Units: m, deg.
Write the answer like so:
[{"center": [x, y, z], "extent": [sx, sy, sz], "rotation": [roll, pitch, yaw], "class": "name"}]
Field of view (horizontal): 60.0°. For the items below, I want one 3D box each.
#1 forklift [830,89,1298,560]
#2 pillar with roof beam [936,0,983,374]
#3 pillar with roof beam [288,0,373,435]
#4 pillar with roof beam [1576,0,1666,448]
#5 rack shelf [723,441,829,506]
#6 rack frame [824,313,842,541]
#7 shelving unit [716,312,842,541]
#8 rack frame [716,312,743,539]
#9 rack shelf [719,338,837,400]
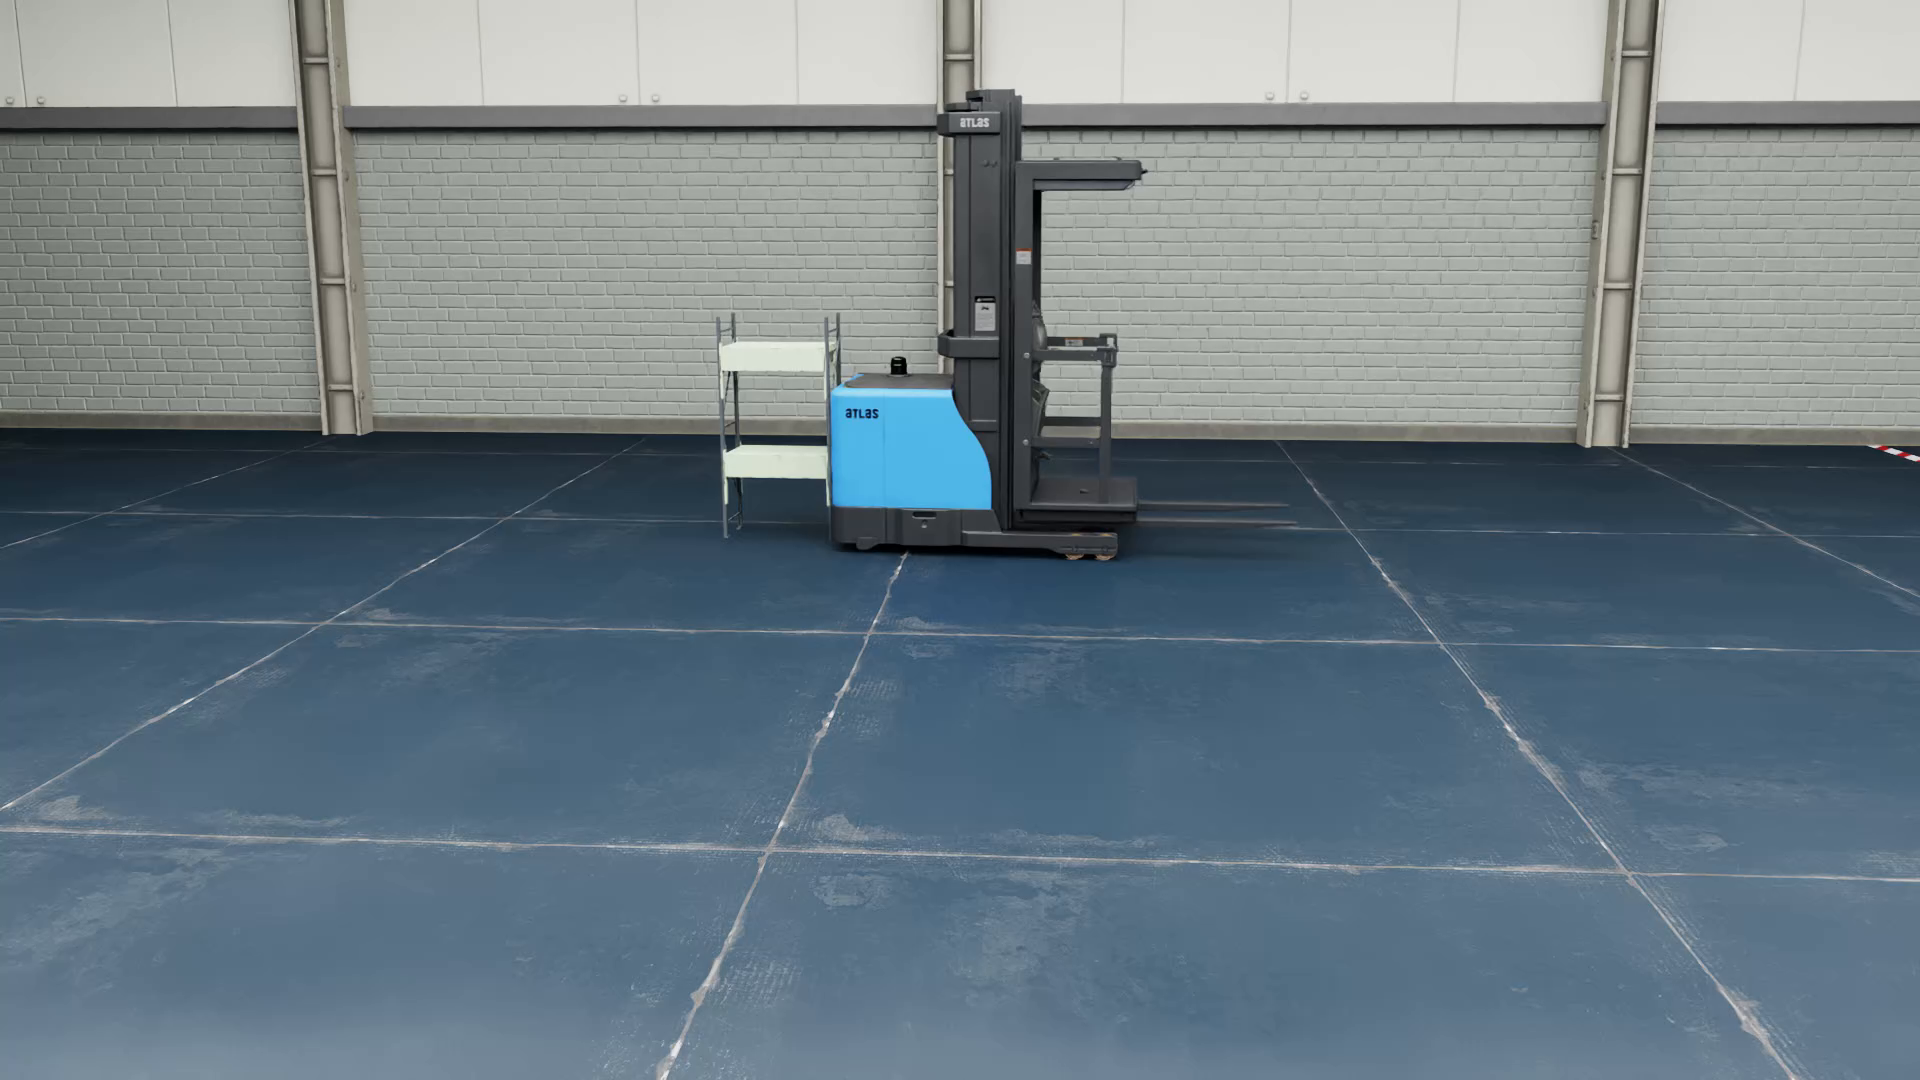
[{"center": [0.702, -1.422, 10.908], "extent": [3.031, 2.935, 1.130], "rotation": [1, 12, 6], "class": "forklift"}, {"center": [-0.291, -4.494, 10.773], "extent": [0.400, 9.000, 9.100], "rotation": [1, 12, 4], "class": "pillar with roof beam"}, {"center": [-6.277, -4.576, 11.166], "extent": [0.400, 9.000, 9.100], "rotation": [1, 12, 4], "class": "pillar with roof beam"}, {"center": [5.696, -4.412, 10.381], "extent": [0.400, 9.000, 9.100], "rotation": [1, 12, 4], "class": "pillar with roof beam"}, {"center": [-1.208, -0.458, 11.372], "extent": [0.720, 0.370, 0.431], "rotation": [1, 12, 8], "class": "rack shelf"}, {"center": [-0.848, -0.769, 11.255], "extent": [0.023, 1.500, 0.400], "rotation": [1, 12, 8], "class": "rack frame"}, {"center": [-1.211, -0.777, 11.306], "extent": [0.755, 1.500, 0.431], "rotation": [1, 12, 8], "class": "shelving unit"}, {"center": [-1.573, -0.785, 11.357], "extent": [0.023, 1.500, 0.400], "rotation": [1, 12, 8], "class": "rack frame"}, {"center": [-1.214, -1.159, 11.227], "extent": [0.720, 0.370, 0.431], "rotation": [1, 12, 8], "class": "rack shelf"}]
